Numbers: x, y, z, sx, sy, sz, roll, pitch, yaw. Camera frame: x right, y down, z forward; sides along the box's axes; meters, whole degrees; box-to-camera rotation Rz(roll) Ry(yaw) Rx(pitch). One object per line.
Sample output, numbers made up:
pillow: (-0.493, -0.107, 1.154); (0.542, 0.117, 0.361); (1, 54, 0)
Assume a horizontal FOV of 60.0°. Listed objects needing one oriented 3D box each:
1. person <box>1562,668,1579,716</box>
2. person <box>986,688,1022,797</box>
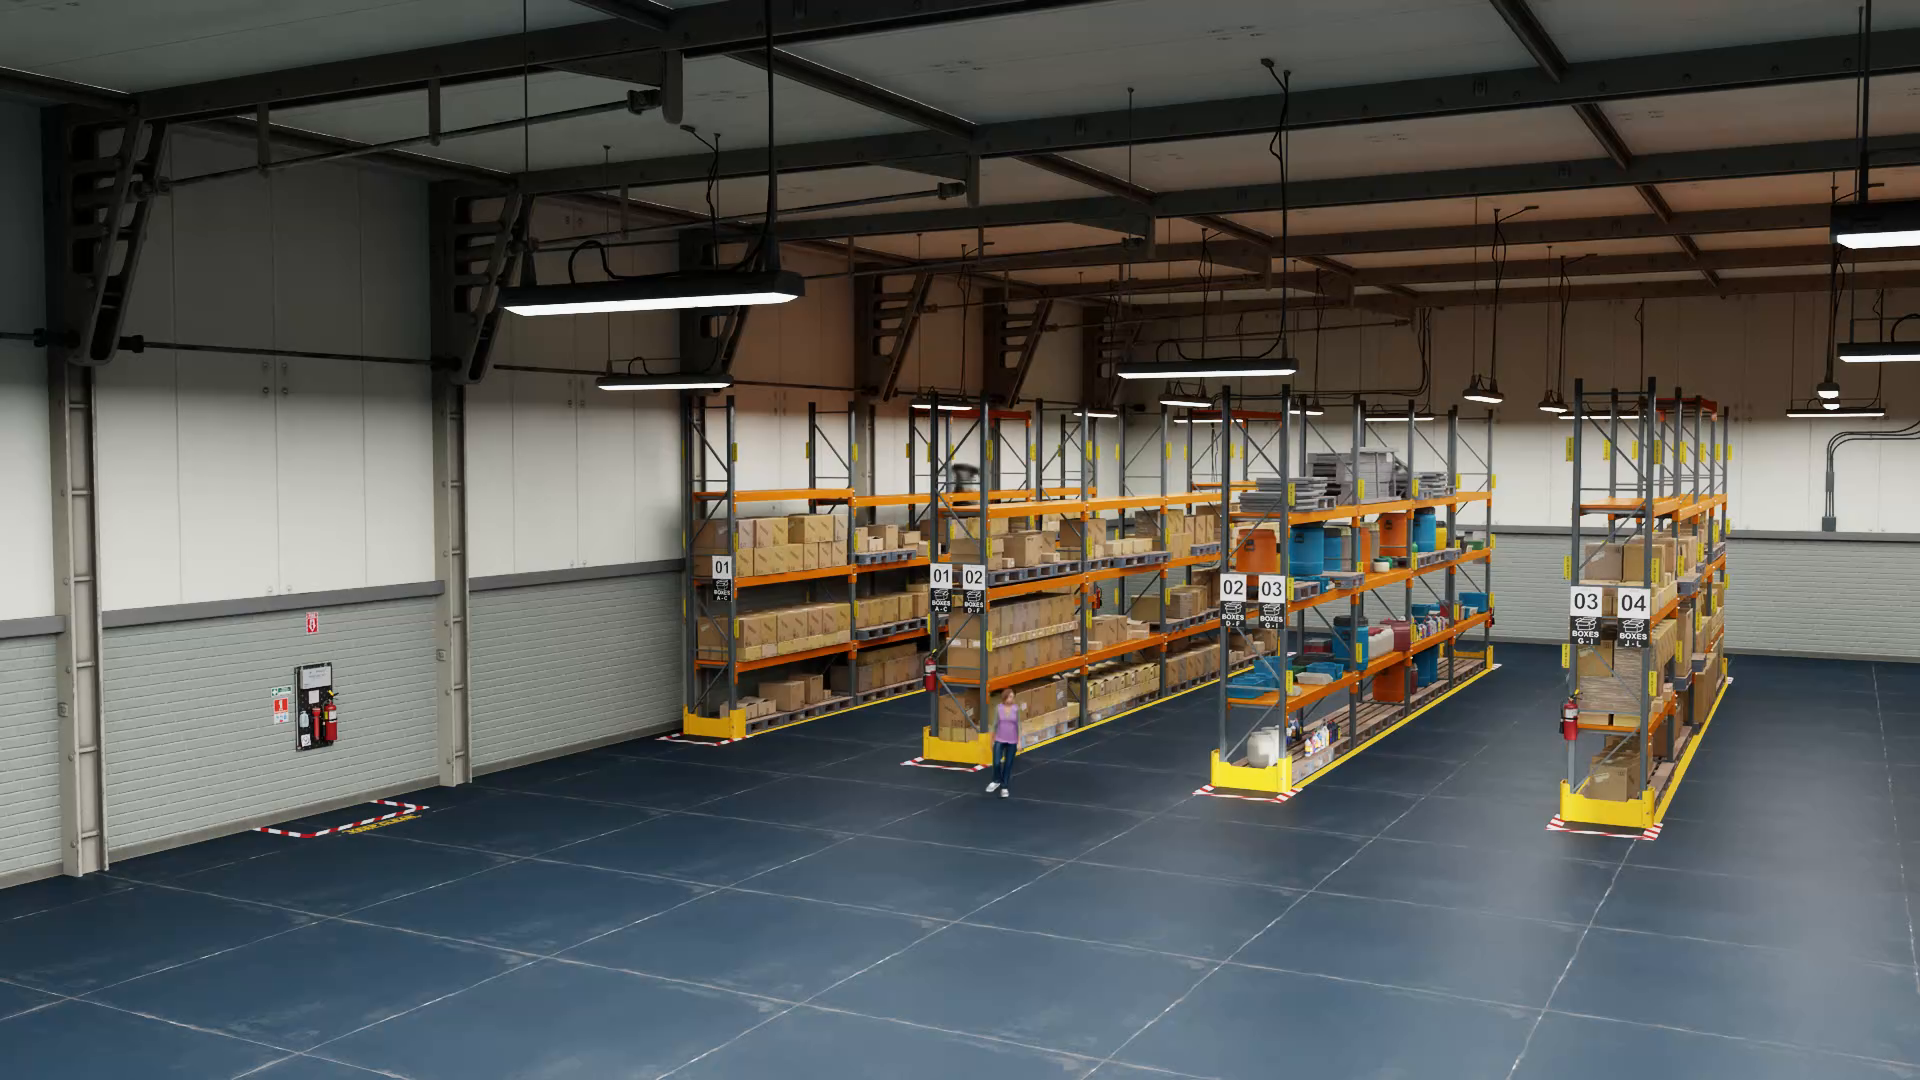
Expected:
person: (11.664, 2.549, 31.098); (0.494, 1.666, 0.778); (-2, 4, -33)
person: (0.641, 2.928, 24.092); (0.505, 1.587, 0.411); (0, 3, -8)
